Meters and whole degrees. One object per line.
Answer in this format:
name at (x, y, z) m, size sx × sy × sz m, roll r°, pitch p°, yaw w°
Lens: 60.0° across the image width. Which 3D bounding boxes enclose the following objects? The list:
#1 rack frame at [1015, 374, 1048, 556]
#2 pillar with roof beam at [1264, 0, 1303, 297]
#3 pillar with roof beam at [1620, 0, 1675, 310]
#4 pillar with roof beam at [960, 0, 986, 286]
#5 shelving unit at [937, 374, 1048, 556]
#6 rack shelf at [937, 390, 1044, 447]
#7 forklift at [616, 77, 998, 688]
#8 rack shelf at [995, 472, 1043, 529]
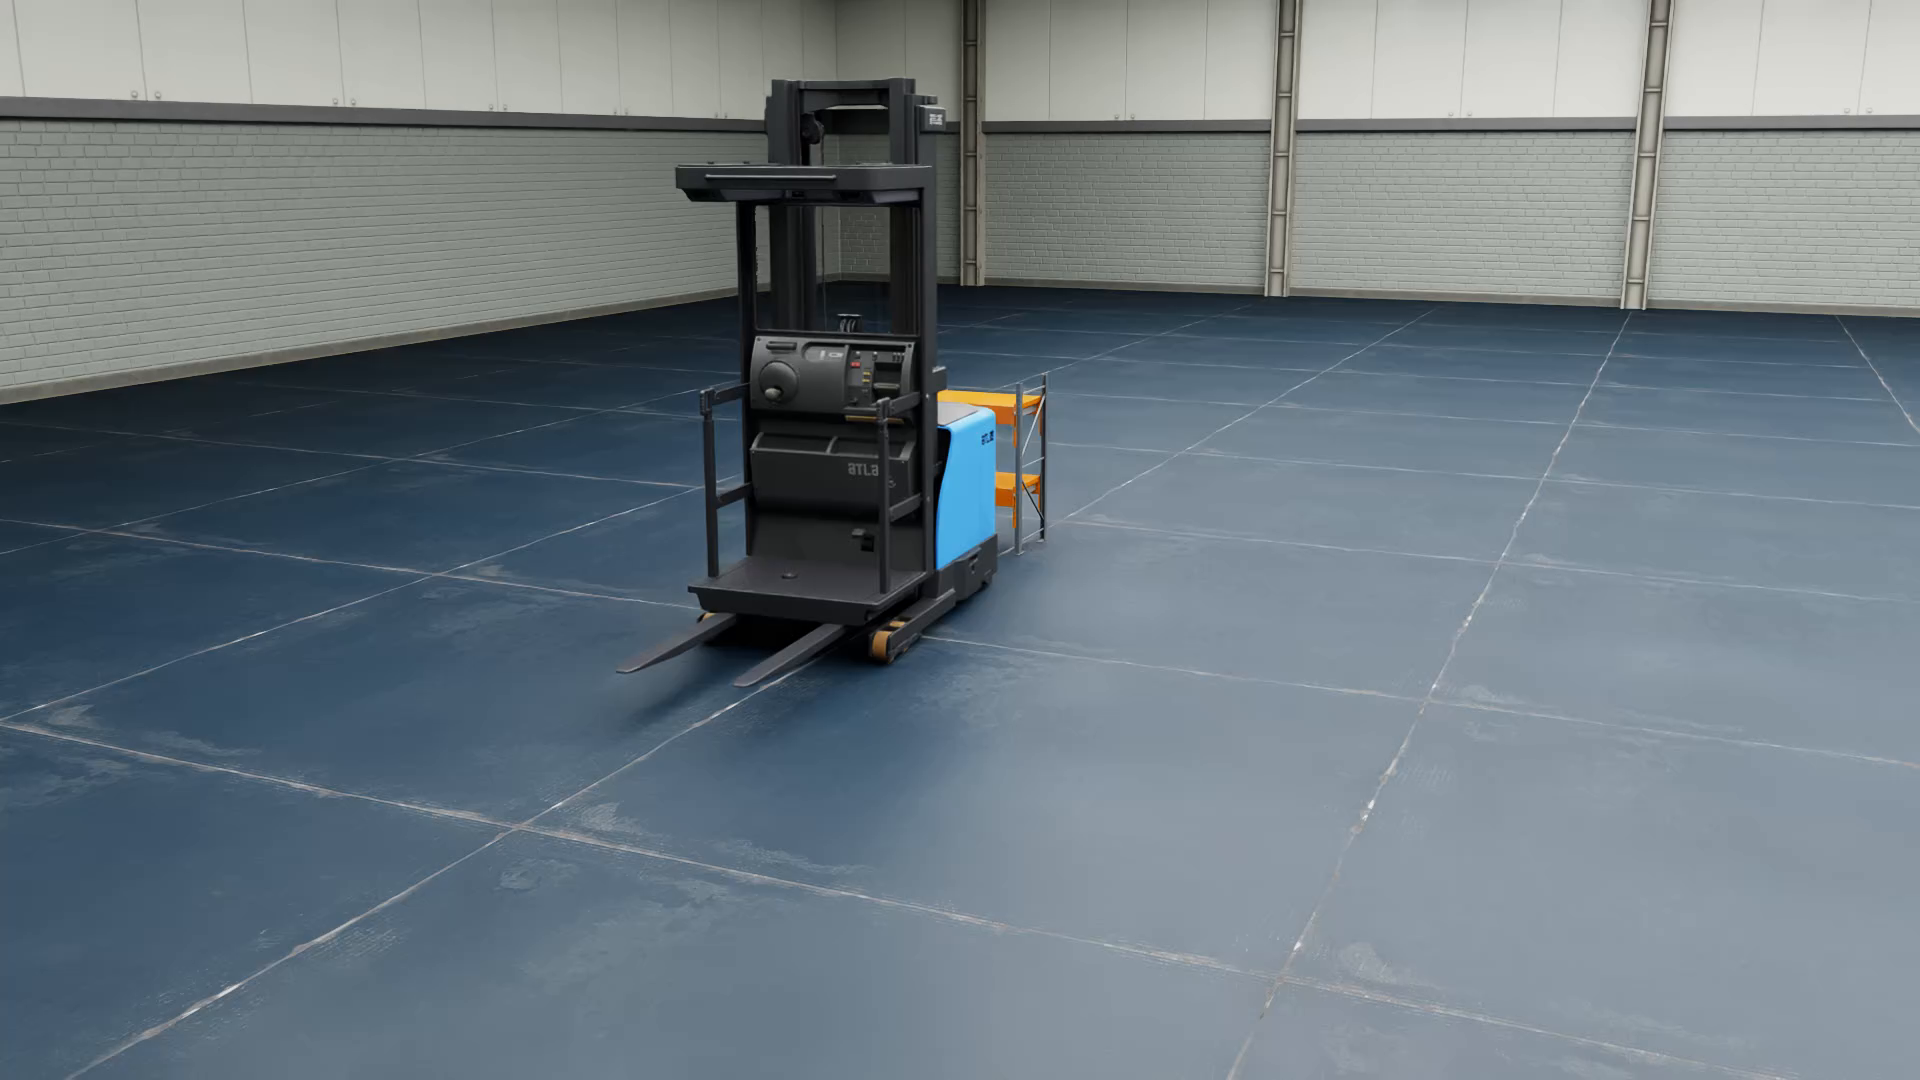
rack frame at (0.471, -0.500, 10.923) m, size 0.032 × 1.125 × 0.500 m, roll 6°, pitch 14°, yaw 23°
pillar with roof beam at (3.990, -7.898, 25.217) m, size 0.400 × 9.000 × 9.100 m, roll 6°, pitch 14°, yaw 23°
pillar with roof beam at (9.476, -7.343, 22.851) m, size 0.400 × 9.000 × 9.100 m, roll 6°, pitch 14°, yaw 23°
pillar with roof beam at (-1.496, -8.454, 27.583) m, size 0.400 × 9.000 × 9.100 m, roll 6°, pitch 14°, yaw 23°
shelving unit at (0.006, -0.547, 11.124) m, size 1.048 × 1.125 × 0.538 m, roll 6°, pitch 14°, yaw 23°
rack shelf at (0.006, -0.832, 11.057) m, size 1.000 × 0.278 × 0.538 m, roll 6°, pitch 14°, yaw 23°
forklift at (-0.758, -0.901, 8.680) m, size 1.130 × 2.935 × 3.031 m, roll 5°, pitch 14°, yaw 20°
rack shelf at (0.006, -0.309, 11.180) m, size 1.000 × 0.278 × 0.538 m, roll 6°, pitch 14°, yaw 23°
